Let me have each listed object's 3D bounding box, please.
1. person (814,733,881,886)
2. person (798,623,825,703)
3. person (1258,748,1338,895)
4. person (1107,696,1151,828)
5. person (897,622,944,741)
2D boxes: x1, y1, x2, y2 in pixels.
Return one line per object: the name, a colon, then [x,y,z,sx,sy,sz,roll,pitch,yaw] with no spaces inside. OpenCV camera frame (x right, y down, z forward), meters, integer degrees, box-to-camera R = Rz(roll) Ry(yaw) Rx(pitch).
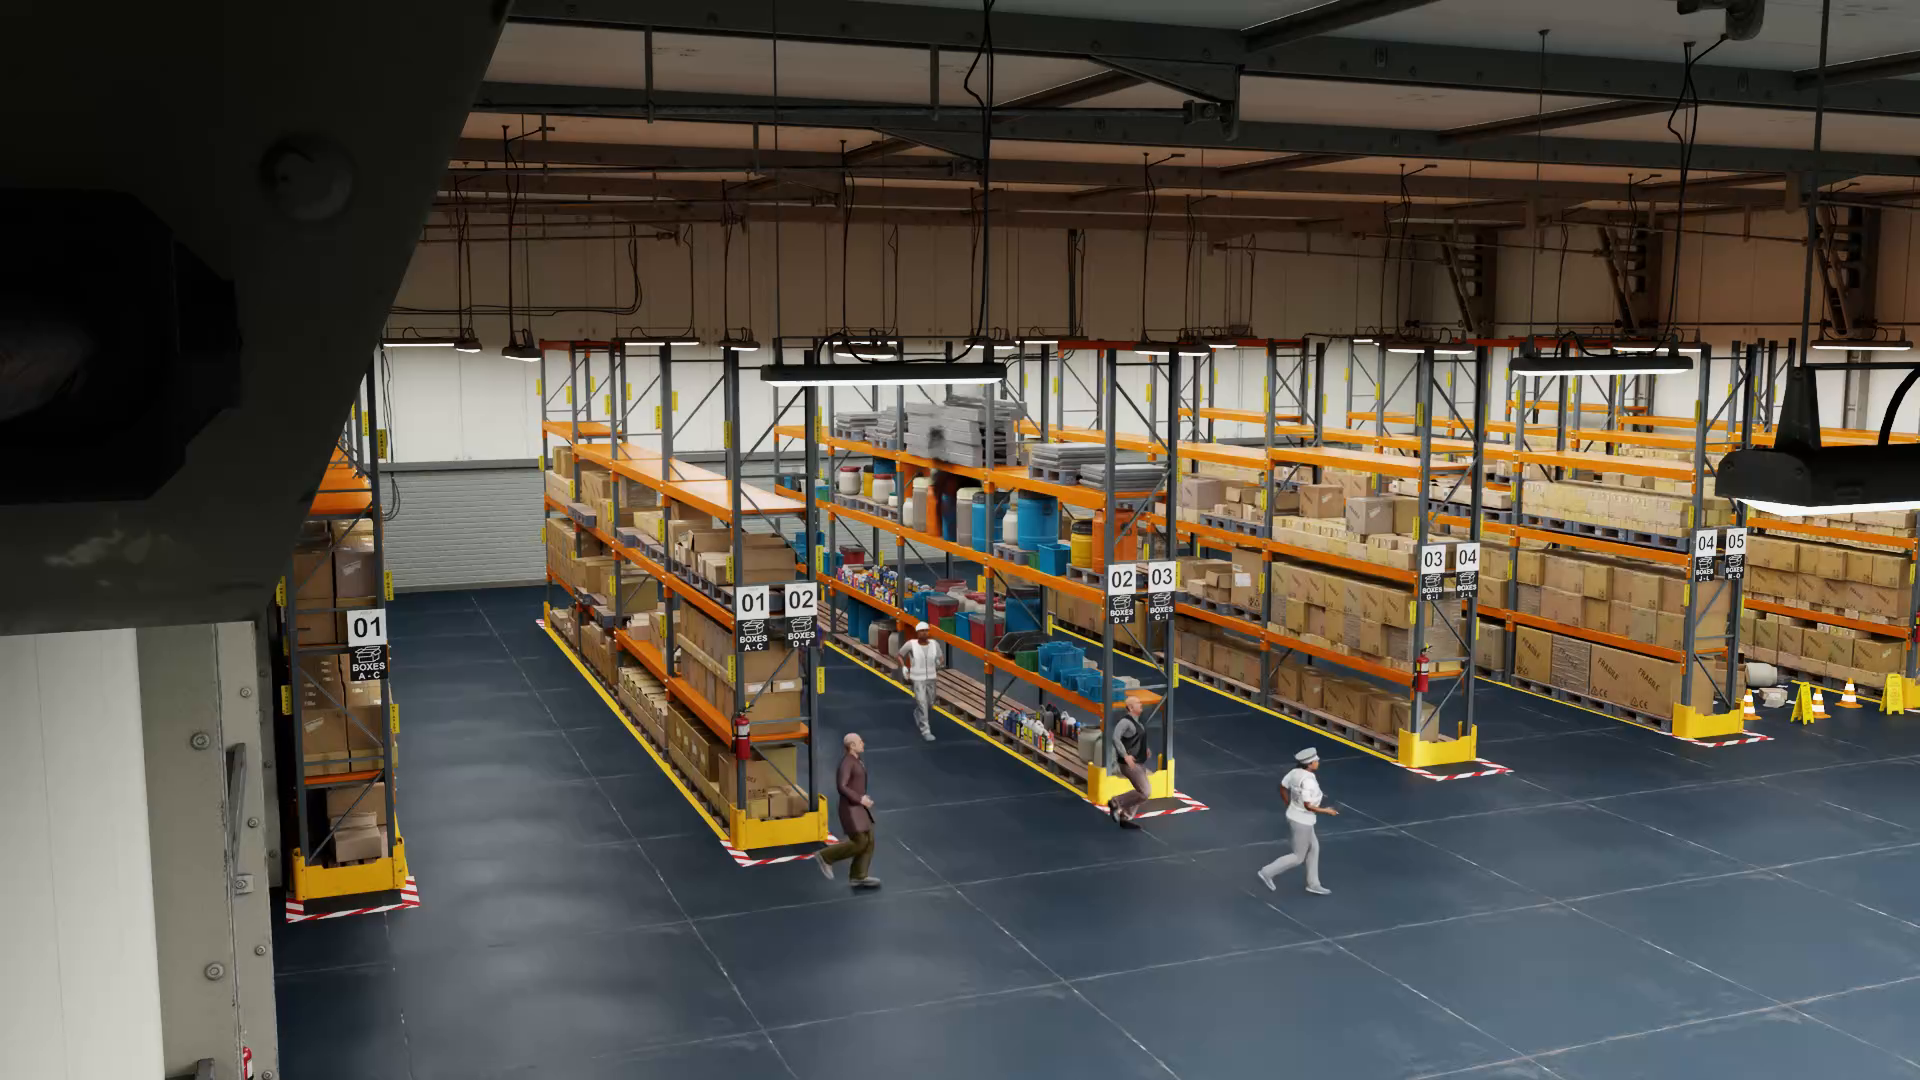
person: [-1.258,3.044,18.837,0.748,1.730,0.754,1,7,6]
person: [-2.491,1.939,27.727,0.574,1.603,0.561,-5,9,-33]
person: [3.708,3.131,18.382,0.876,1.683,0.564,-1,7,-6]
person: [2.171,2.791,20.946,0.540,1.653,0.683,3,8,21]
person: [-0.565,2.126,25.462,0.691,1.761,0.994,-3,8,-25]
